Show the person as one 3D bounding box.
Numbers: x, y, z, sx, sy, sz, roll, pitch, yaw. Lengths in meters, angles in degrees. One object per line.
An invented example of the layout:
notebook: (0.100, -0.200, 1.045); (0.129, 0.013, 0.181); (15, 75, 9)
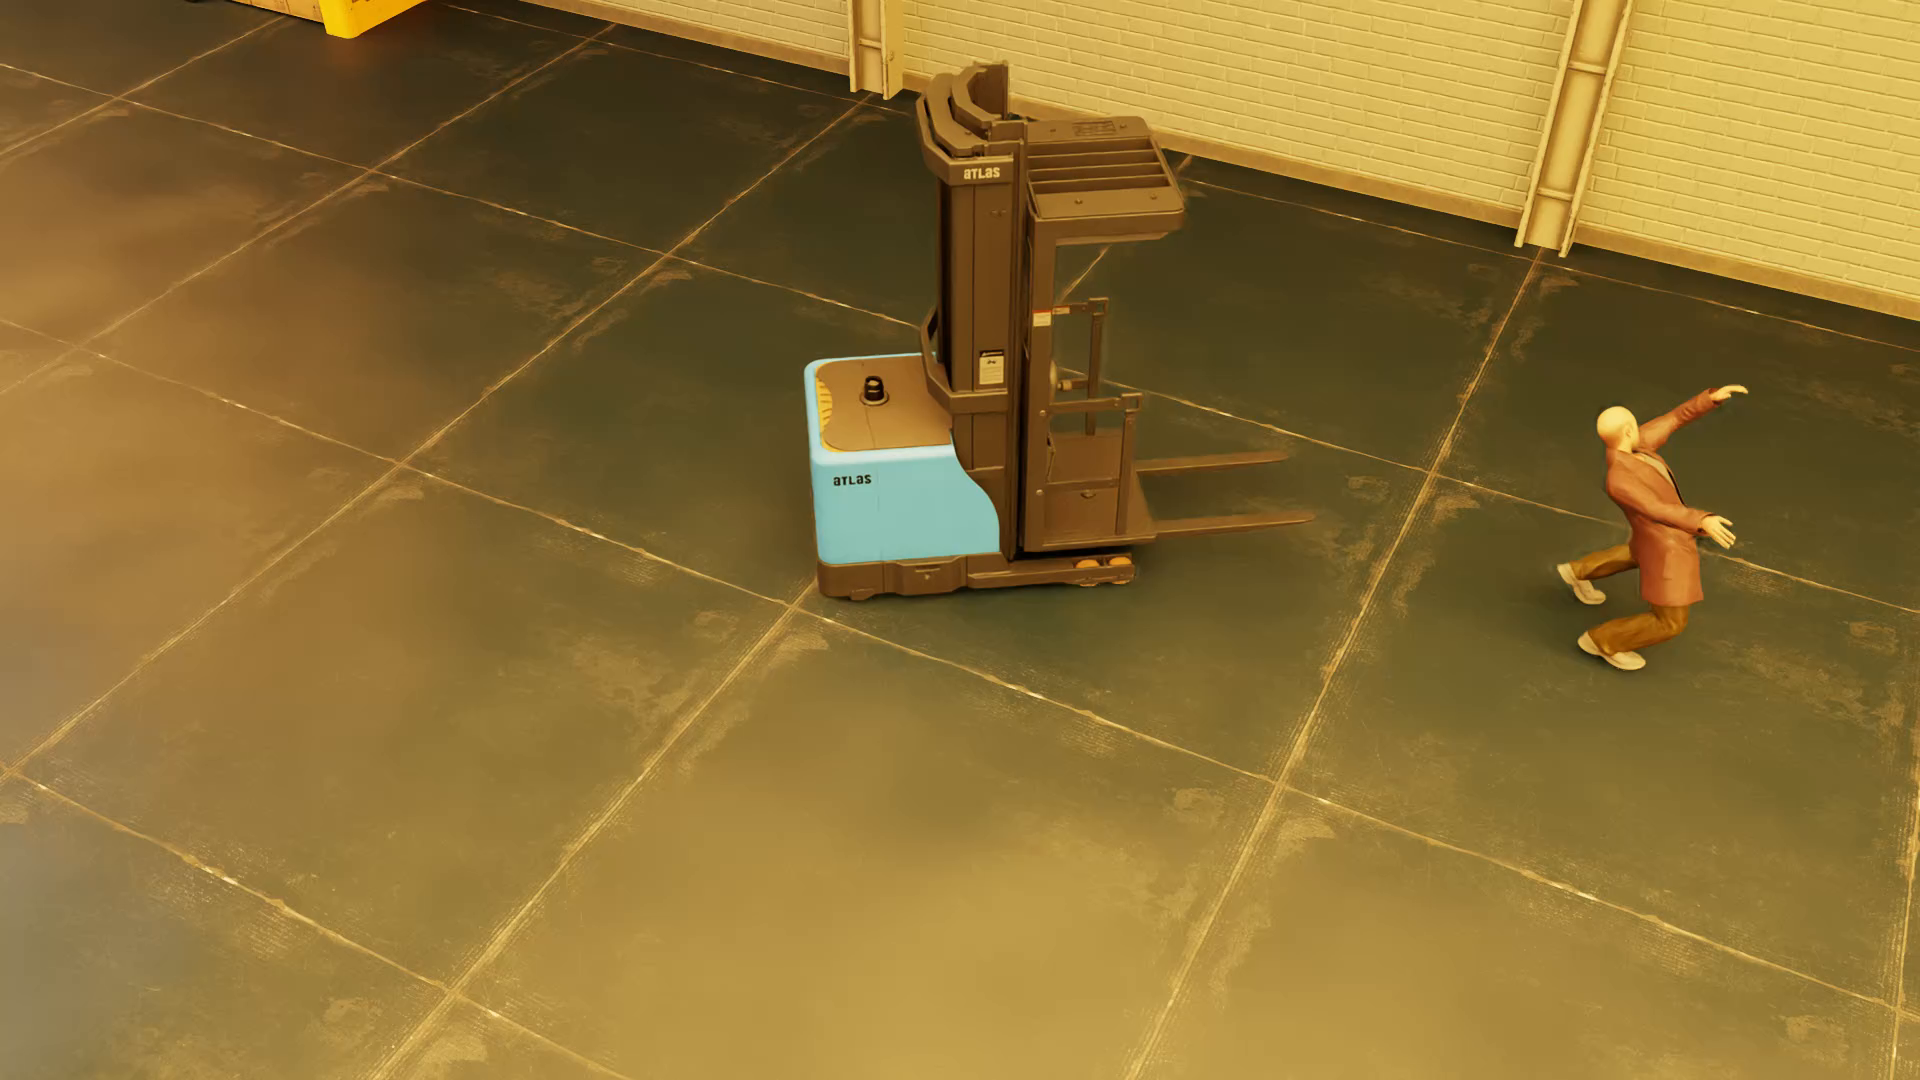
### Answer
person: (3.685, 0.033, 8.925); (0.703, 1.666, 1.108); (6, 40, 7)

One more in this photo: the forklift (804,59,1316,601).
forklift: (0.617, -1.177, 9.383); (3.031, 2.935, 1.130); (-4, 40, -5)
